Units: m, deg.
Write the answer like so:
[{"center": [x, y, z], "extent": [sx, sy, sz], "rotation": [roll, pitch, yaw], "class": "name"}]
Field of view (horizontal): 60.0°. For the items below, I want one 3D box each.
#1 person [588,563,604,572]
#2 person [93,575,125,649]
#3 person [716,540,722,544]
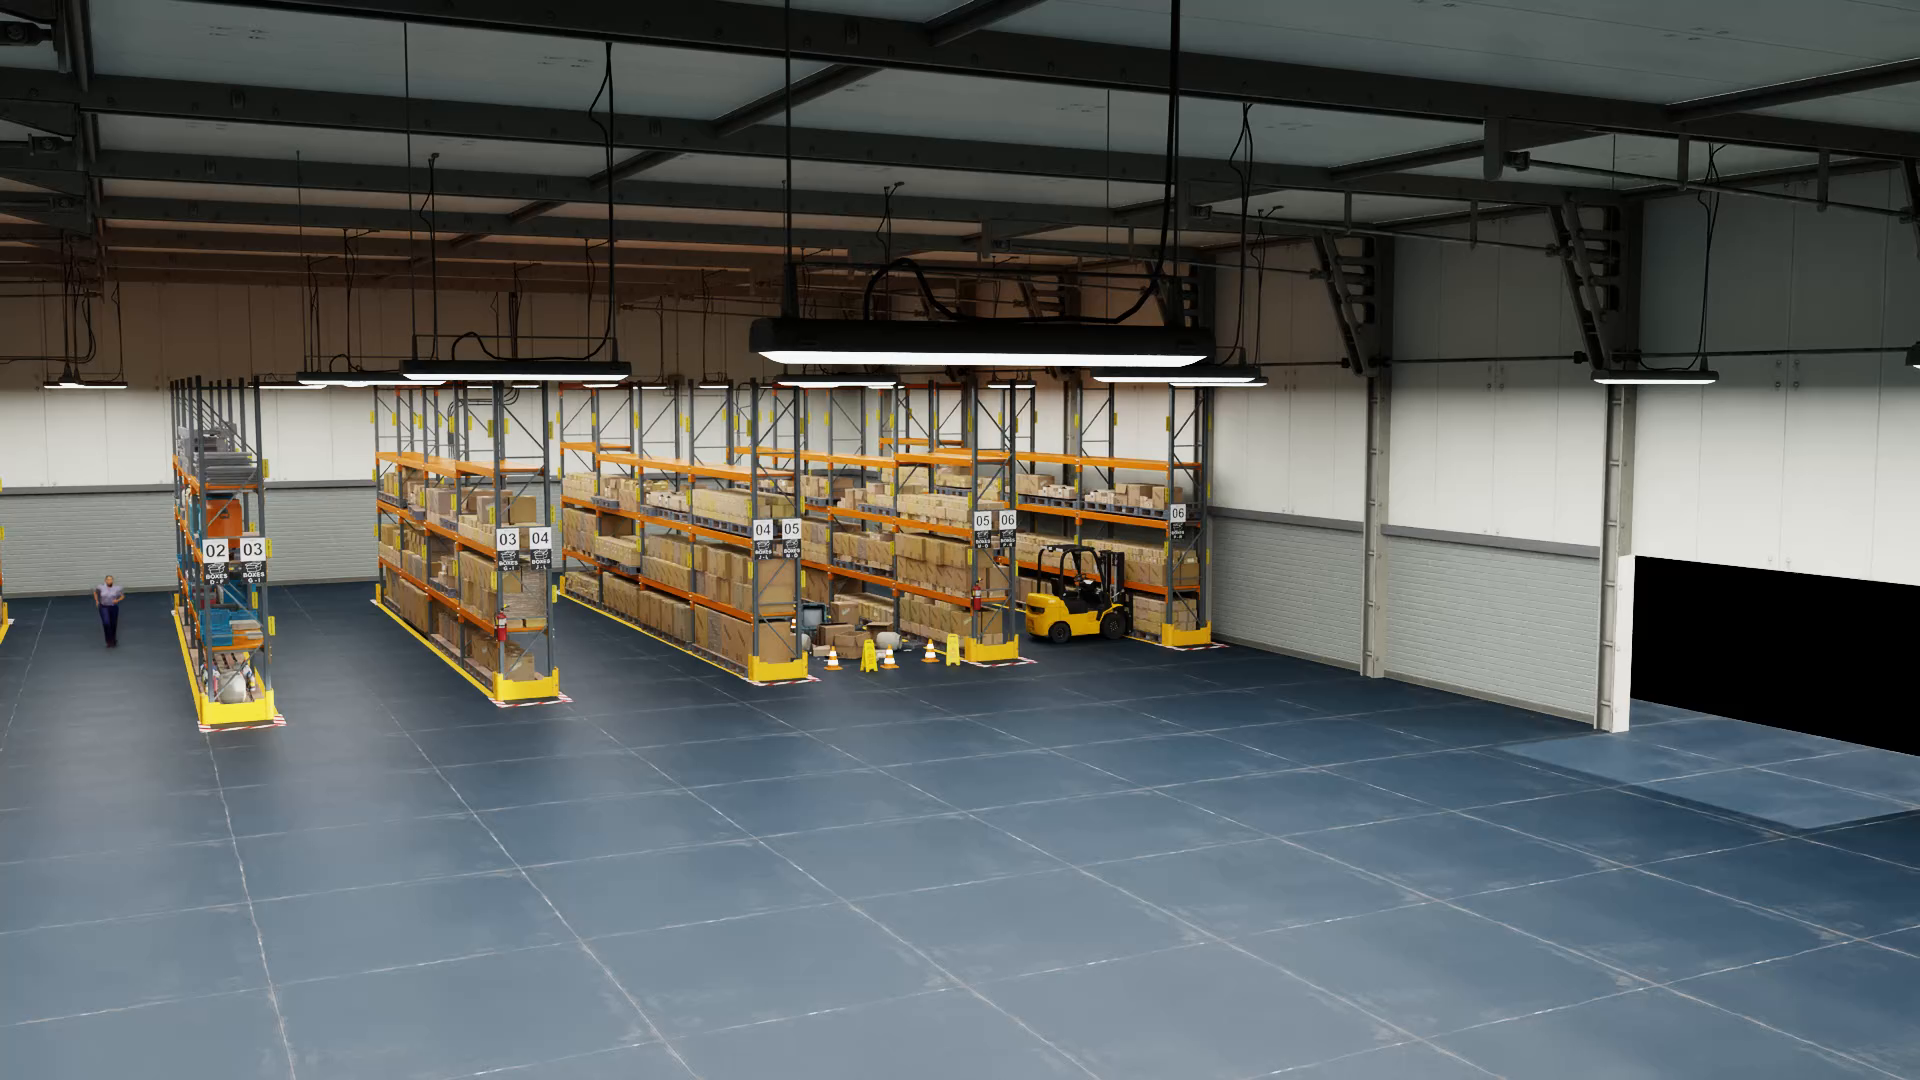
[{"center": [-10.828, 0.443, 49.187], "extent": [0.680, 1.822, 0.934], "rotation": [4, 6, 35], "class": "person"}, {"center": [-19.163, 1.594, 37.474], "extent": [0.619, 1.670, 0.817], "rotation": [-3, 6, -32], "class": "person"}, {"center": [-6.340, 0.930, 44.076], "extent": [0.606, 1.834, 1.081], "rotation": [-3, 6, -34], "class": "person"}]
